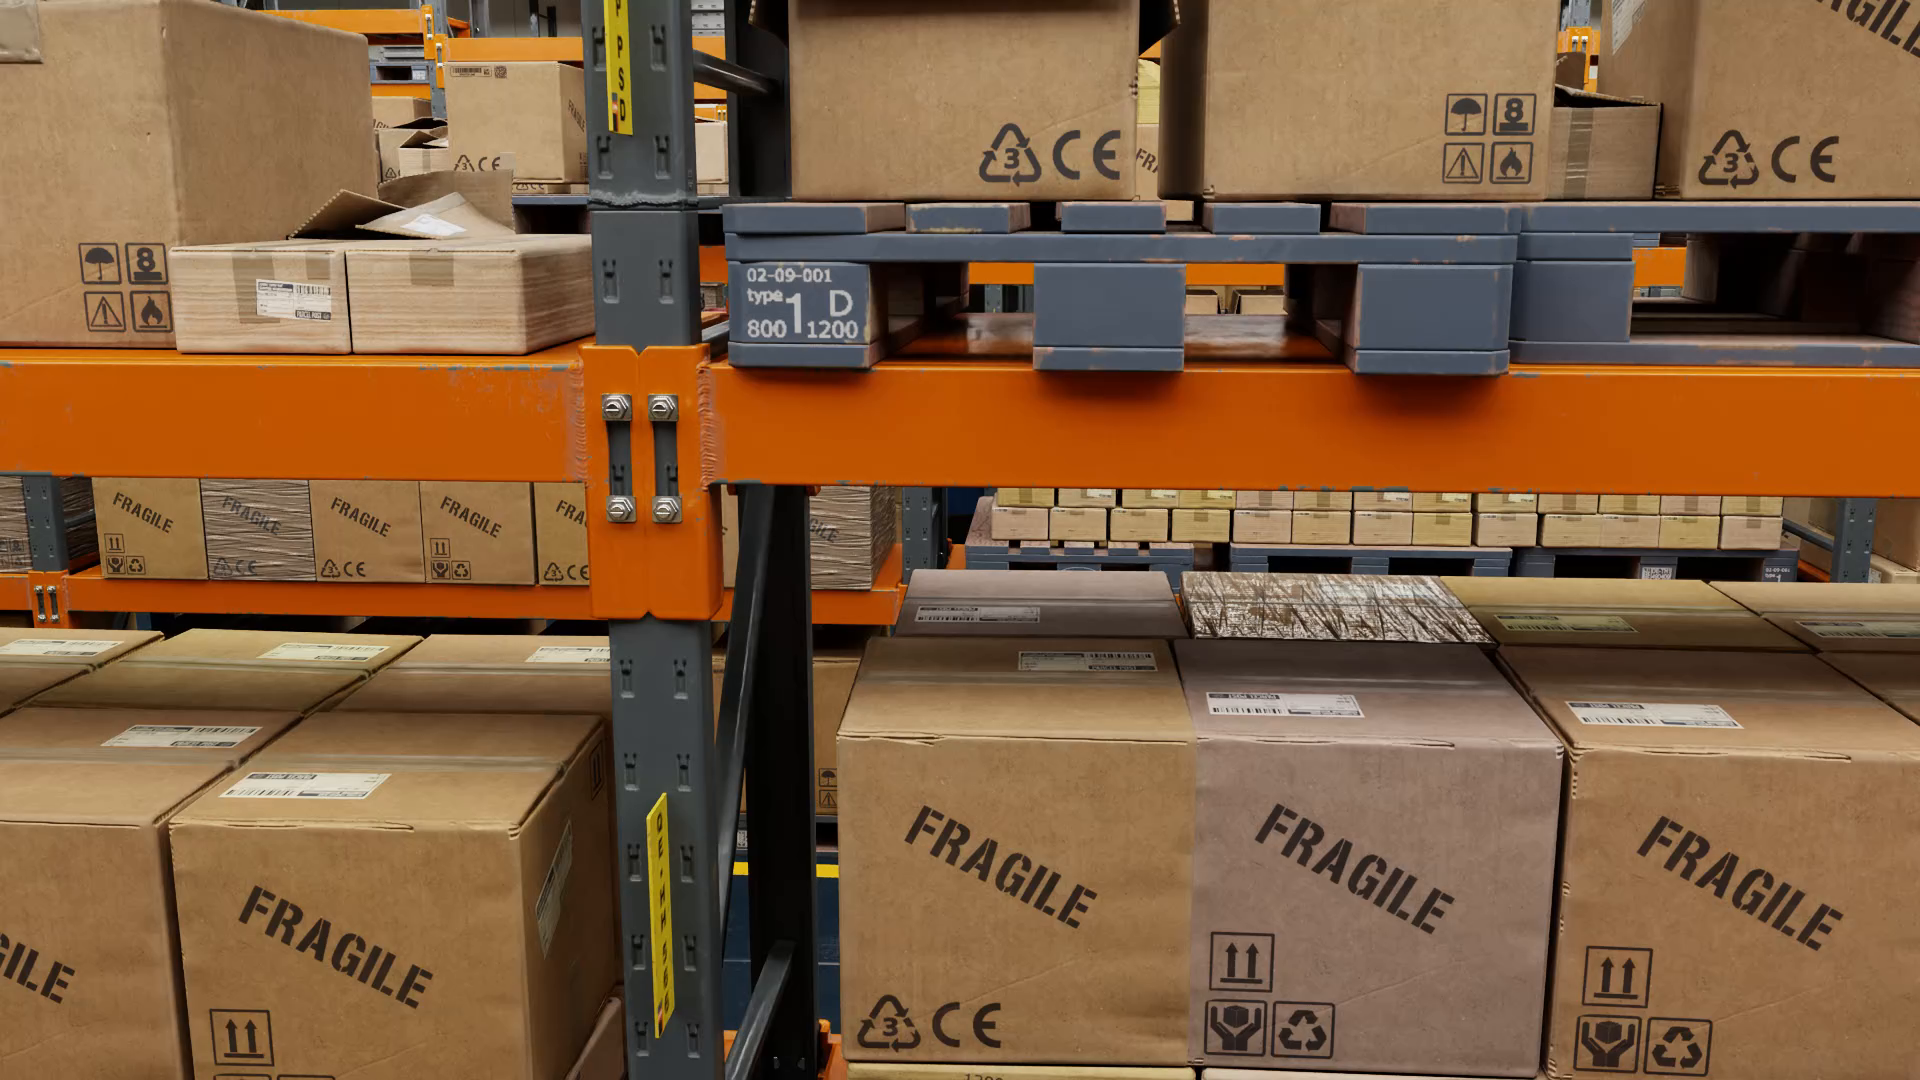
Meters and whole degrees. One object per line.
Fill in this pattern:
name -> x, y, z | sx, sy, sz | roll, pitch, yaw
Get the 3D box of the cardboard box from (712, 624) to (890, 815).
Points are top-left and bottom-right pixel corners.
cardboard box -> -0.760, 0.795, 8.111 | 0.750, 0.750, 1.050 | 1, 12, 3

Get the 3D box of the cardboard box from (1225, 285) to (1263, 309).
cardboard box -> 3.783, -3.358, 22.226 | 0.500, 0.500, 0.700 | 3, 12, 13

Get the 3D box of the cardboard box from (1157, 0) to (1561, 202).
cardboard box -> 0.612, -0.809, 2.716 | 0.500, 0.500, 0.700 | 0, 12, 1

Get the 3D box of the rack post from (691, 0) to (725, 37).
rack post -> -1.416, -5.177, 17.053 | 3.121, 1.000, 1.013 | 1, 12, 4

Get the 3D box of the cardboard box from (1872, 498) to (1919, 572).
cardboard box -> 4.310, -0.156, 7.215 | 0.500, 0.500, 0.500 | 1, 12, 3

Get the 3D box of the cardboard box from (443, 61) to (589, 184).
cardboard box -> -1.912, -1.812, 7.266 | 0.500, 0.500, 0.500 | 1, 12, 4

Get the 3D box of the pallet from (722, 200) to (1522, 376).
pallet -> 0.258, -0.439, 2.677 | 1.003, 0.211, 1.213 | 1, 12, 6

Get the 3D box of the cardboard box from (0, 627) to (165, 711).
cardboard box -> -1.873, 0.473, 3.182 | 0.500, 0.500, 0.500 | 1, 12, 5

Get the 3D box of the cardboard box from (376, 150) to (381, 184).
cardboard box -> -2.769, -1.656, 7.377 | 0.250, 0.149, 0.380 | 1, 12, 4

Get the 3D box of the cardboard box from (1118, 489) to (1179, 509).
cardboard box -> 0.848, -0.248, 7.491 | 0.250, 0.149, 0.380 | 0, 12, 2

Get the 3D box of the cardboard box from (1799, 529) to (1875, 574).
cardboard box -> 4.133, 0.060, 7.770 | 0.250, 0.149, 0.380 | 1, 12, 3

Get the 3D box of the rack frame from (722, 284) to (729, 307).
rack frame -> -3.052, -3.164, 22.570 | 0.127, 3.000, 1.000 | 1, 12, 4

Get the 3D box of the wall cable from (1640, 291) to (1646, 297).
wall cable -> 10.590, -4.685, 27.359 | 1.851, 1.984, 0.084 | 1, 12, 4

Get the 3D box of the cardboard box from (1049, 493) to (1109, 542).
cardboard box -> 0.542, -0.106, 7.535 | 0.250, 0.149, 0.380 | 1, 12, 7

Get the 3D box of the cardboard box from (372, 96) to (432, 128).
cardboard box -> -4.183, -3.002, 12.277 | 0.500, 0.500, 0.500 | 0, 12, 2

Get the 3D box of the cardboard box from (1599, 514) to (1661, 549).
cardboard box -> 2.915, -0.074, 7.384 | 0.250, 0.149, 0.380 | 1, 12, 4

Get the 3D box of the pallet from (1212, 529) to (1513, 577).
pallet -> 1.819, 0.039, 7.726 | 1.213, 0.211, 1.003 | 1, 12, 4

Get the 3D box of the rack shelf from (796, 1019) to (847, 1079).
rack shelf -> 1.607, 1.318, 2.898 | 4.000, 0.370, 1.077 | 1, 12, 4

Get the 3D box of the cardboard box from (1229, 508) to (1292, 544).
cardboard box -> 1.347, -0.095, 7.486 | 0.250, 0.149, 0.380 | 1, 12, 6

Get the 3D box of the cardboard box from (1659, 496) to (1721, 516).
cardboard box -> 3.159, -0.216, 7.336 | 0.250, 0.149, 0.380 | 1, 12, 4

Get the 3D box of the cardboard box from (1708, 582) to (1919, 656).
cardboard box -> 1.657, 0.376, 2.960 | 0.500, 0.500, 0.500 | 1, 12, 3

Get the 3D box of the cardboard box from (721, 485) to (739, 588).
cardboard box -> -1.123, -0.081, 7.587 | 0.500, 0.500, 0.500 | 1, 12, 4

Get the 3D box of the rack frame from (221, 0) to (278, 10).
rack frame -> -7.377, -5.144, 17.380 | 0.127, 3.000, 1.000 | 1, 12, 4

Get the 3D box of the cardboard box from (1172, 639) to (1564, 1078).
cardboard box -> 0.583, 0.462, 2.548 | 0.500, 0.500, 0.500 | 1, 12, 4

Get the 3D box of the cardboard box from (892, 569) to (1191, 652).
cardboard box -> 0.145, 0.354, 3.064 | 0.500, 0.500, 0.500 | 0, 12, 2

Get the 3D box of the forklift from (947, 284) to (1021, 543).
forklift -> 0.632, -1.468, 14.626 | 3.031, 2.935, 1.130 | -1, 12, -6

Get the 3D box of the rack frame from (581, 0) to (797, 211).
rack frame -> -0.388, -1.998, 2.341 | 0.127, 3.000, 1.000 | 1, 12, 4

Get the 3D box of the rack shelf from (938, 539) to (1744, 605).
rack shelf -> 1.837, 0.305, 7.739 | 4.000, 0.370, 1.077 | 1, 12, 4

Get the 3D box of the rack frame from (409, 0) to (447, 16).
rack frame -> -7.043, -6.156, 22.217 | 0.127, 3.000, 1.000 | 1, 12, 4

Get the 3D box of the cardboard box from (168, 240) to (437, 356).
cardboard box -> -0.965, -0.370, 2.498 | 0.250, 0.149, 0.380 | 1, 12, 4

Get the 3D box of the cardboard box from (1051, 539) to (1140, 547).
cardboard box -> 0.961, -0.238, 12.743 | 0.875, 0.875, 1.225 | 0, 12, 1

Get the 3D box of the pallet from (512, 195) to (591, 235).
pallet -> -1.920, -1.463, 7.569 | 1.213, 0.211, 1.003 | 1, 12, 6

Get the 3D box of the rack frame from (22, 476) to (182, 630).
rack frame -> -4.149, -0.129, 8.058 | 0.127, 3.000, 1.000 | 1, 12, 4

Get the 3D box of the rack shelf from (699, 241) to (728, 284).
rack shelf -> -2.154, -1.218, 7.693 | 4.000, 0.370, 1.077 | 1, 12, 4

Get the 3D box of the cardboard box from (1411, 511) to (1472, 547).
cardboard box -> 2.123, -0.084, 7.432 | 0.250, 0.149, 0.380 | 1, 12, 6

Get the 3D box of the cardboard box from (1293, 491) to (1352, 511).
cardboard box -> 1.595, -0.237, 7.438 | 0.250, 0.149, 0.380 | 1, 12, 3

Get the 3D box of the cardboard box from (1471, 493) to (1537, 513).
cardboard box -> 2.379, -0.227, 7.387 | 0.250, 0.149, 0.380 | 0, 12, 1

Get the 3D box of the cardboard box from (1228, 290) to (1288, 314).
cardboard box -> 2.322, -1.595, 12.374 | 0.637, 0.503, 0.797 | 1, 12, 6

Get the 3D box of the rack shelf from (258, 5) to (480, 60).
rack shelf -> -5.713, -3.751, 12.486 | 4.000, 0.370, 1.077 | 1, 12, 4

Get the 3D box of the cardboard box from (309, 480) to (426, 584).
cardboard box -> -2.640, -0.101, 7.683 | 0.500, 0.500, 0.500 | 1, 12, 3

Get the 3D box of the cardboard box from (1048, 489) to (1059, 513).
cardboard box -> 0.365, -0.244, 8.195 | 0.250, 0.149, 0.380 | 1, 12, 5

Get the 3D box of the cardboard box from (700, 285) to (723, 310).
cardboard box -> -3.495, -3.218, 22.582 | 0.500, 0.500, 0.700 | 0, 12, 2

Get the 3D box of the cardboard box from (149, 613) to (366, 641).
cardboard box -> -3.524, 0.757, 8.292 | 0.750, 0.750, 1.050 | 1, 12, 3

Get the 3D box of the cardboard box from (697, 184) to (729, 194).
cardboard box -> -1.840, -2.695, 12.544 | 0.250, 0.166, 0.380 | 0, 12, 2

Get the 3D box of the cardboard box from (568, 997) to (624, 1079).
cardboard box -> -0.731, 0.900, 2.730 | 0.250, 0.149, 0.380 | 1, 12, 6

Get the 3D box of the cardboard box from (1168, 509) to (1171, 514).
cardboard box -> 1.117, -0.232, 8.141 | 0.250, 0.149, 0.380 | 1, 12, 3

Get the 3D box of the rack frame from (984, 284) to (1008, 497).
rack frame -> 0.274, -1.086, 12.634 | 0.127, 3.000, 1.000 | 1, 12, 4

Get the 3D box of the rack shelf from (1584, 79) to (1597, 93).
rack shelf -> 6.591, -4.404, 16.579 | 4.000, 0.370, 1.077 | 1, 12, 4

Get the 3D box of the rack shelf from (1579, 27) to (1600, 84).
rack shelf -> 6.260, -3.392, 11.741 | 4.000, 0.370, 1.077 | 1, 12, 4

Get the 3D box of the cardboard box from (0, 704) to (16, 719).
cardboard box -> -1.881, 0.578, 2.685 | 0.500, 0.500, 0.500 | 0, 12, 0

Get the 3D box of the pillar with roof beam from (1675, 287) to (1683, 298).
pillar with roof beam -> 11.713, -6.209, 22.473 | 0.400, 9.000, 9.100 | 1, 12, 4

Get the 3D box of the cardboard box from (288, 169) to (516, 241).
cardboard box -> -0.946, -0.506, 2.865 | 0.258, 0.266, 0.396 | 1, 12, 4

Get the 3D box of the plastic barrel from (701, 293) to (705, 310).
plastic barrel -> -3.021, -2.331, 17.360 | 0.708, 0.901, 0.600 | 1, 12, 4

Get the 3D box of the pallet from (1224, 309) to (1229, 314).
pallet -> 4.141, -2.994, 22.225 | 1.213, 0.211, 1.003 | 1, 12, 4
